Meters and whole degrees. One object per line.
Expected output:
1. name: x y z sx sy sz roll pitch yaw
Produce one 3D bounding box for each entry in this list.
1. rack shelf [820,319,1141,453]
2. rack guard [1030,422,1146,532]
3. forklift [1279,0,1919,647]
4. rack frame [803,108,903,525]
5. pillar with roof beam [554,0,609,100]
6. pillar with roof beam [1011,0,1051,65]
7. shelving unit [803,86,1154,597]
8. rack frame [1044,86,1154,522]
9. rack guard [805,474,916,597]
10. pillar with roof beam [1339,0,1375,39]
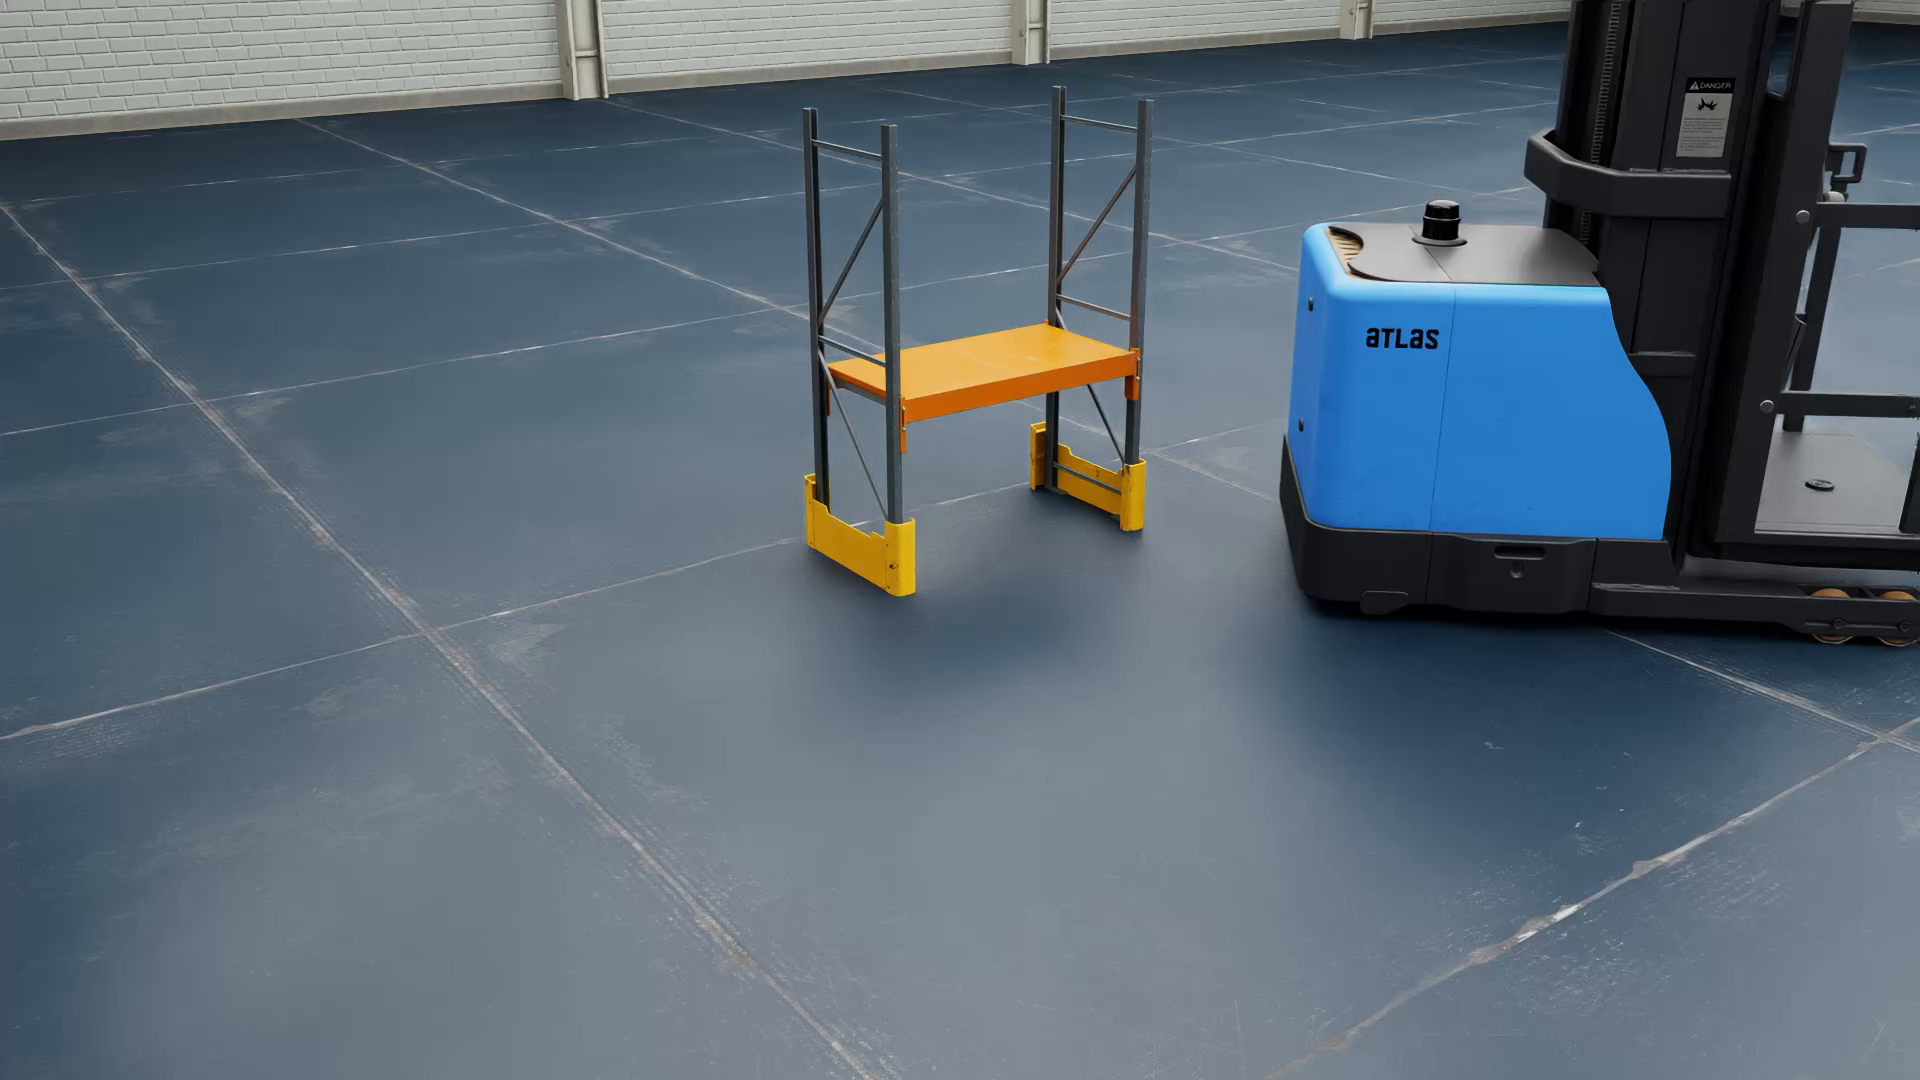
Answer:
1. rack shelf: 0.069 -0.548 5.731 1.000 0.185 0.538 -15 26 -33
2. rack guard: 0.466 -0.240 6.162 0.087 0.250 0.587 -15 26 -33
3. forklift: 2.636 -1.243 5.055 3.031 2.935 1.130 2 22 5
4. rack frame: -0.343 -0.605 5.389 0.032 1.500 0.500 -15 26 -33
5. pillar with roof beam: -1.472 -7.600 12.799 0.400 9.000 9.100 -15 26 -33
6. pillar with roof beam: 3.398 -8.898 16.054 0.400 9.000 9.100 -15 26 -33
7. shelving unit: 0.062 -0.713 5.660 1.083 1.500 0.587 -15 26 -33
8. rack frame: 0.482 -0.825 5.940 0.032 1.500 0.500 -15 26 -33
9. rack guard: -0.342 -0.025 5.621 0.087 0.250 0.587 -15 26 -33
10. pillar with roof beam: 8.269 -10.197 19.309 0.400 9.000 9.100 -15 26 -33
